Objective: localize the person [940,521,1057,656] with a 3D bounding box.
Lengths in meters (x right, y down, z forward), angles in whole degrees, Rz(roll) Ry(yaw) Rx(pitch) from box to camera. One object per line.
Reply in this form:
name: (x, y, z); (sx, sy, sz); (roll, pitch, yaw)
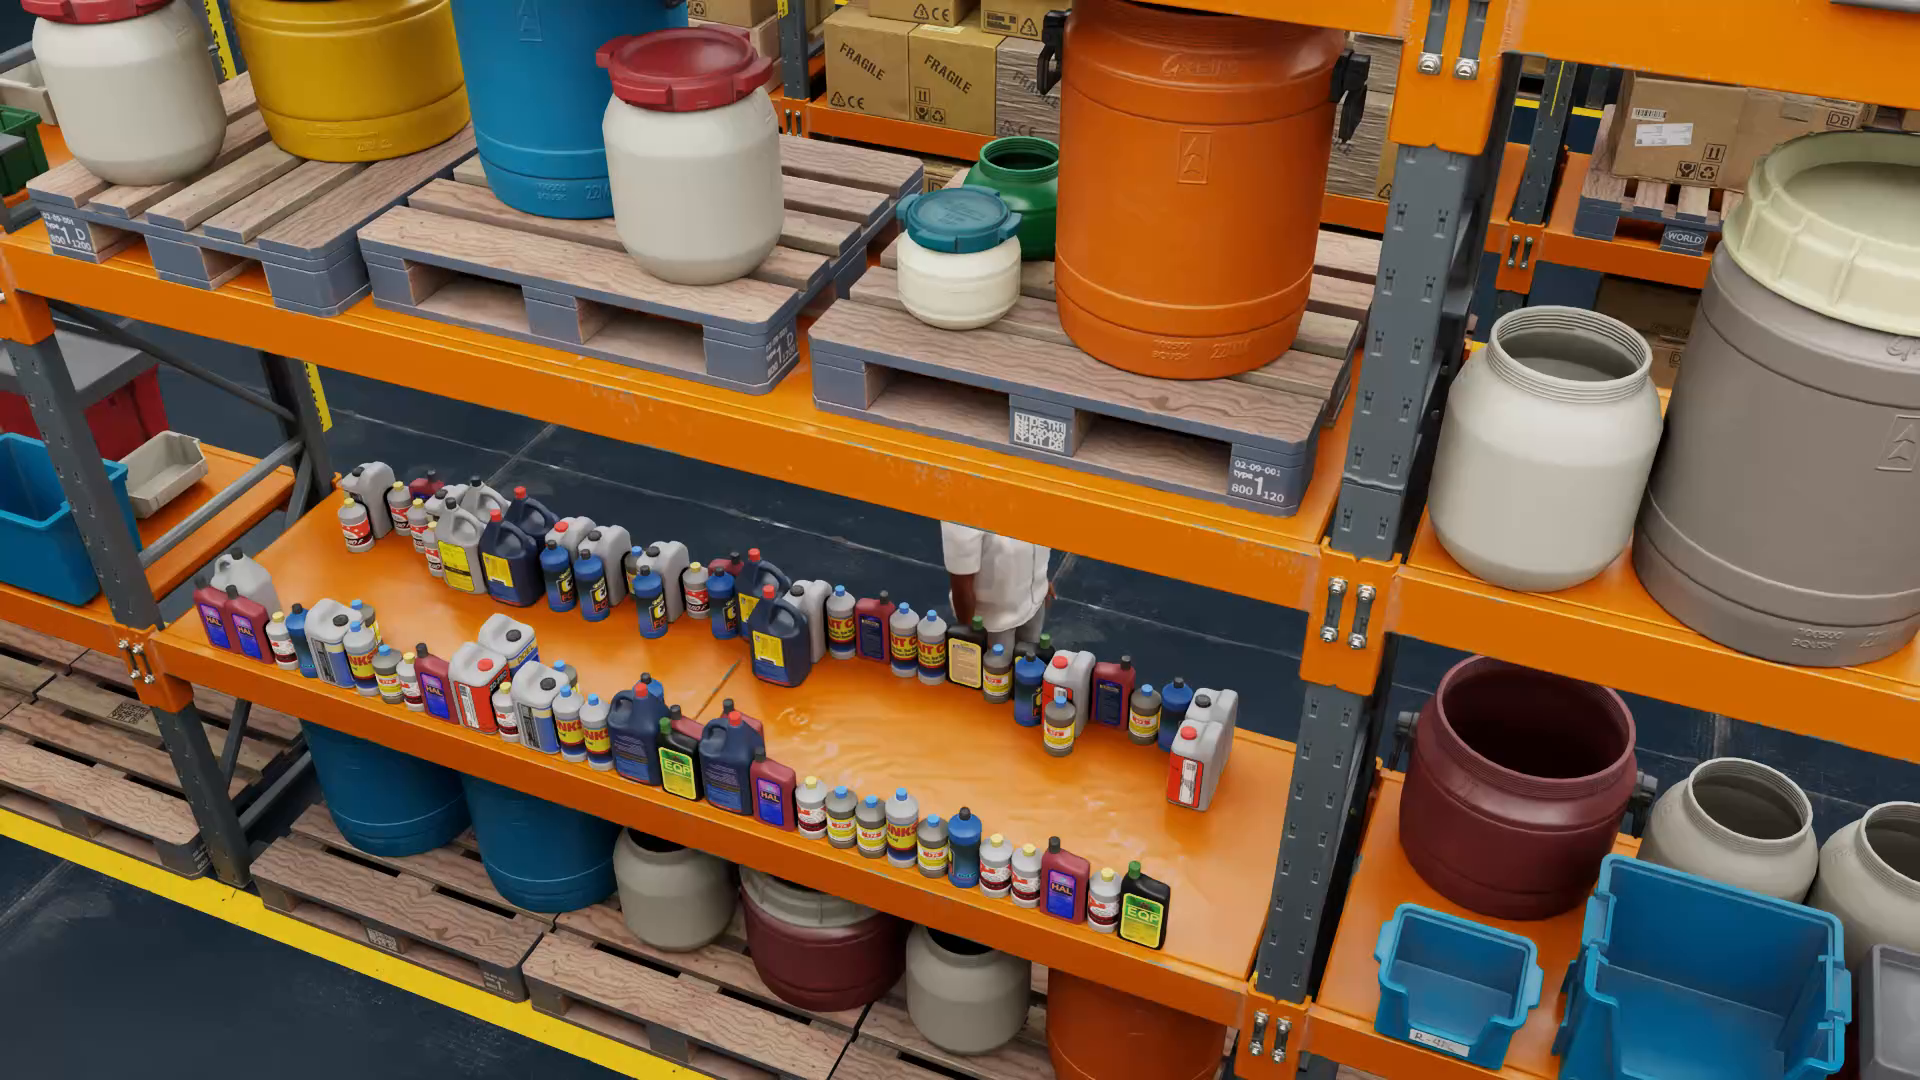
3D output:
person: (0.162, 0.240, 6.499); (0.361, 1.778, 0.565); (22, 42, 26)
